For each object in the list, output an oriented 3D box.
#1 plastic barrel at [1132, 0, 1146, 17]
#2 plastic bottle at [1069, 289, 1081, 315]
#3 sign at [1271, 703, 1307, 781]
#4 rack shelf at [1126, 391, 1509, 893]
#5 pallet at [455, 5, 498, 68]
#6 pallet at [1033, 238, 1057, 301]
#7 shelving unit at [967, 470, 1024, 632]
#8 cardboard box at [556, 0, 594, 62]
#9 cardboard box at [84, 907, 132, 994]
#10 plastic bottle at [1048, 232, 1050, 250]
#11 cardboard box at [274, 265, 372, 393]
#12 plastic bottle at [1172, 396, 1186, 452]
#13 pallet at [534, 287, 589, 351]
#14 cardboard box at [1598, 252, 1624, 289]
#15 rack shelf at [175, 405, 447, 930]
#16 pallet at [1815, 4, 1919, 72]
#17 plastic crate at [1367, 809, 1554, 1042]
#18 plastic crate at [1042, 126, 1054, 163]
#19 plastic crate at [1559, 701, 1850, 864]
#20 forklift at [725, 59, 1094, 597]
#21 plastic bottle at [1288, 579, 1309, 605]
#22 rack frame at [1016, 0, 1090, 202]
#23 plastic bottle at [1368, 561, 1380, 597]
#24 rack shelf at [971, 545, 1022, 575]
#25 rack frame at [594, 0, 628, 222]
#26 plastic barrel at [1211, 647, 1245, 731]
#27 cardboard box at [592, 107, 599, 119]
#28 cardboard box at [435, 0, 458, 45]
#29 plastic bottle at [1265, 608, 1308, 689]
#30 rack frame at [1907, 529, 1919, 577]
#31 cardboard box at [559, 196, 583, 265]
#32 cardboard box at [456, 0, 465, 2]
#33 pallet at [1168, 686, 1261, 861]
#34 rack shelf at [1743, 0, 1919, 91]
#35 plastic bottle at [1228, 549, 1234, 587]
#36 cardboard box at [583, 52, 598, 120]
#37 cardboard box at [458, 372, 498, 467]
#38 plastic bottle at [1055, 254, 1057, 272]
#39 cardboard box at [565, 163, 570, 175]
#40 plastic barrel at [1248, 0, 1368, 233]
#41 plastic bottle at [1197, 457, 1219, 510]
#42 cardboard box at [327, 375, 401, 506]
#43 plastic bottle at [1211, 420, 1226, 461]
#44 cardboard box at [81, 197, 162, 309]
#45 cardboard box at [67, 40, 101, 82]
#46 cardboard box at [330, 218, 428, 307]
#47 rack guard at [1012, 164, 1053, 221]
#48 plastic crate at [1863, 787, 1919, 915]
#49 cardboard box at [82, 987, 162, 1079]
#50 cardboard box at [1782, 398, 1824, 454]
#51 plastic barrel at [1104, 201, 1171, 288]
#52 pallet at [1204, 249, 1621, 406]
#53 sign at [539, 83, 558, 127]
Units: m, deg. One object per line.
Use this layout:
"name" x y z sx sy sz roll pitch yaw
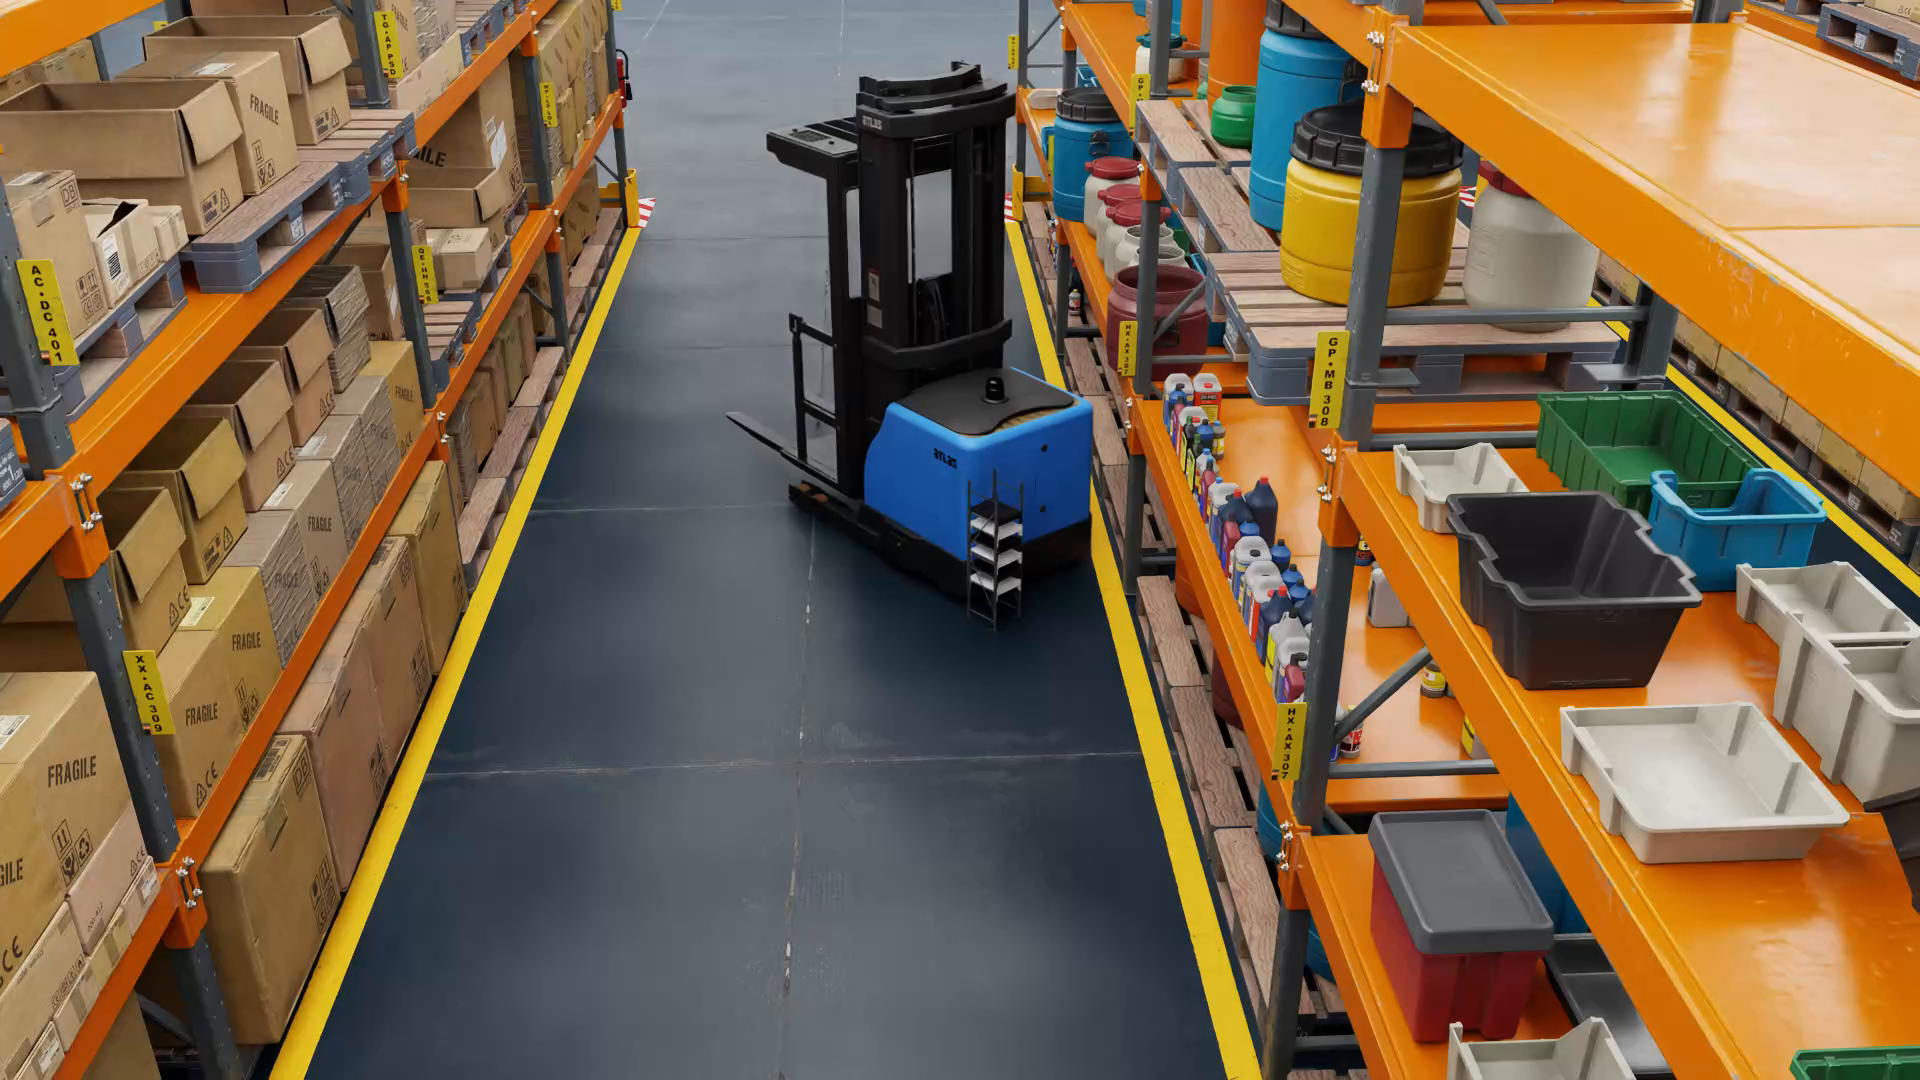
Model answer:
"plastic barrel" 1.531 -4.196 11.766 0.600 0.901 0.708 -1 28 -3
"plastic bottle" 0.957 -1.988 13.868 0.097 0.201 0.097 0 28 0
"sign" 1.156 0.711 5.844 0.100 0.325 0.005 -1 28 -3
"rack shelf" 1.601 0.216 7.869 1.077 0.370 4.000 -1 28 -3
"pallet" -3.676 -3.234 10.666 1.213 0.211 1.003 -1 28 -3
"pallet" 1.227 -2.513 15.340 1.003 0.211 1.213 -1 28 -3
"shelving unit" 0.201 0.066 9.651 0.210 0.900 0.258 -24 36 -38
"cardboard box" -3.537 -4.511 14.644 0.500 0.500 0.500 -1 28 -3
"cardboard box" -2.884 1.304 5.278 0.380 0.149 0.250 -1 28 -2
"plastic bottle" 0.867 -2.782 15.391 0.097 0.201 0.097 0 28 0
"cardboard box" -3.428 -1.058 8.341 0.797 0.503 0.637 0 28 -1
"plastic bottle" 1.167 -0.614 8.810 0.061 0.283 0.133 -1 28 -3
"pallet" -3.729 -1.827 14.024 1.003 0.211 1.213 -1 28 -3
"cardboard box" 5.975 -2.398 14.624 0.500 0.250 0.500 -1 28 -3
"rack shelf" -3.346 0.336 7.640 1.077 0.370 4.000 -1 28 -3
"pallet" 6.257 -3.218 10.637 1.003 0.211 1.213 0 28 0
"plastic crate" 1.501 1.184 5.101 0.402 0.464 0.583 -1 28 -3
"plastic crate" 0.958 -3.312 14.017 0.499 0.251 0.616 -1 28 -3
"plastic crate" 1.558 0.507 3.576 0.437 0.136 0.530 -1 28 -3
"forklift" -0.491 -1.569 10.590 1.130 2.935 3.031 -20 34 -34
"plastic bottle" 1.440 0.291 7.088 0.097 0.271 0.097 0 28 0
"rack frame" 1.078 -4.721 16.557 1.000 3.000 0.127 -1 28 -3
"plastic bottle" 1.877 0.163 7.409 0.097 0.201 0.097 0 28 0
"rack shelf" 0.201 0.095 9.666 0.200 0.077 0.258 -24 36 -38
"rack frame" -3.868 -4.601 16.328 1.000 3.000 0.127 -1 28 -3
"plastic barrel" 1.598 0.604 8.502 0.600 0.588 0.708 -1 28 -3
"cardboard box" -3.572 -4.018 15.481 0.380 0.149 0.250 -1 28 -3
"cardboard box" -3.274 -3.192 9.735 0.500 0.500 0.500 -2 28 -4
"plastic bottle" 1.330 0.426 6.742 0.144 0.351 0.185 -1 28 -3
"rack frame" 6.443 -1.144 9.700 1.000 3.000 0.127 -1 28 -3
"cardboard box" -3.773 -2.825 15.173 0.500 0.500 0.500 1 28 2
"cardboard box" -3.510 -3.779 11.199 0.396 0.266 0.258 0 28 -1
"pallet" 1.640 1.135 8.345 1.003 0.211 1.213 -1 28 -3
"rack shelf" 6.338 -3.079 10.944 1.077 0.370 4.000 -1 28 -3
"plastic bottle" 1.264 0.111 7.508 0.097 0.201 0.097 0 28 0
"cardboard box" -3.738 -4.063 14.866 0.875 0.500 0.500 -1 28 -3
"cardboard box" -3.583 -0.820 11.305 0.700 0.500 0.500 1 28 2
"plastic bottle" 0.901 -2.485 14.821 0.097 0.201 0.097 0 28 0
"cardboard box" -3.433 -3.095 13.712 0.380 0.149 0.250 -1 28 -3
"plastic barrel" 1.463 -1.702 6.530 0.600 0.901 0.708 -1 28 -3
"plastic bottle" 1.223 -0.281 8.183 0.097 0.271 0.097 0 28 0
"cardboard box" -3.157 -0.499 8.354 0.500 0.500 0.500 -2 28 -3
"plastic bottle" 1.344 -0.528 8.734 0.097 0.201 0.097 0 28 0
"cardboard box" -3.209 -1.045 5.908 0.500 0.311 0.500 -2 28 -4
"cardboard box" -8.762 -4.424 15.827 0.875 0.550 0.550 -1 28 -3
"cardboard box" -3.647 -1.641 10.090 0.700 0.500 0.500 3 28 5
"rack guard" 1.129 -3.578 17.070 1.175 0.500 0.348 -1 28 -3
"plastic crate" 2.109 0.654 3.077 0.504 0.338 0.767 -1 28 -3
"cardboard box" -3.287 2.003 5.509 0.875 0.875 0.875 -1 28 -3
"cardboard box" 6.118 -0.819 11.595 0.500 0.250 0.500 -1 28 -1
"plastic barrel" 1.179 -1.948 11.094 0.433 0.535 0.433 0 28 0
"pallet" 1.566 -0.785 5.972 1.213 0.211 1.003 -1 28 -3
"sign" -3.105 -3.282 12.548 0.100 0.325 0.005 -1 28 -3
